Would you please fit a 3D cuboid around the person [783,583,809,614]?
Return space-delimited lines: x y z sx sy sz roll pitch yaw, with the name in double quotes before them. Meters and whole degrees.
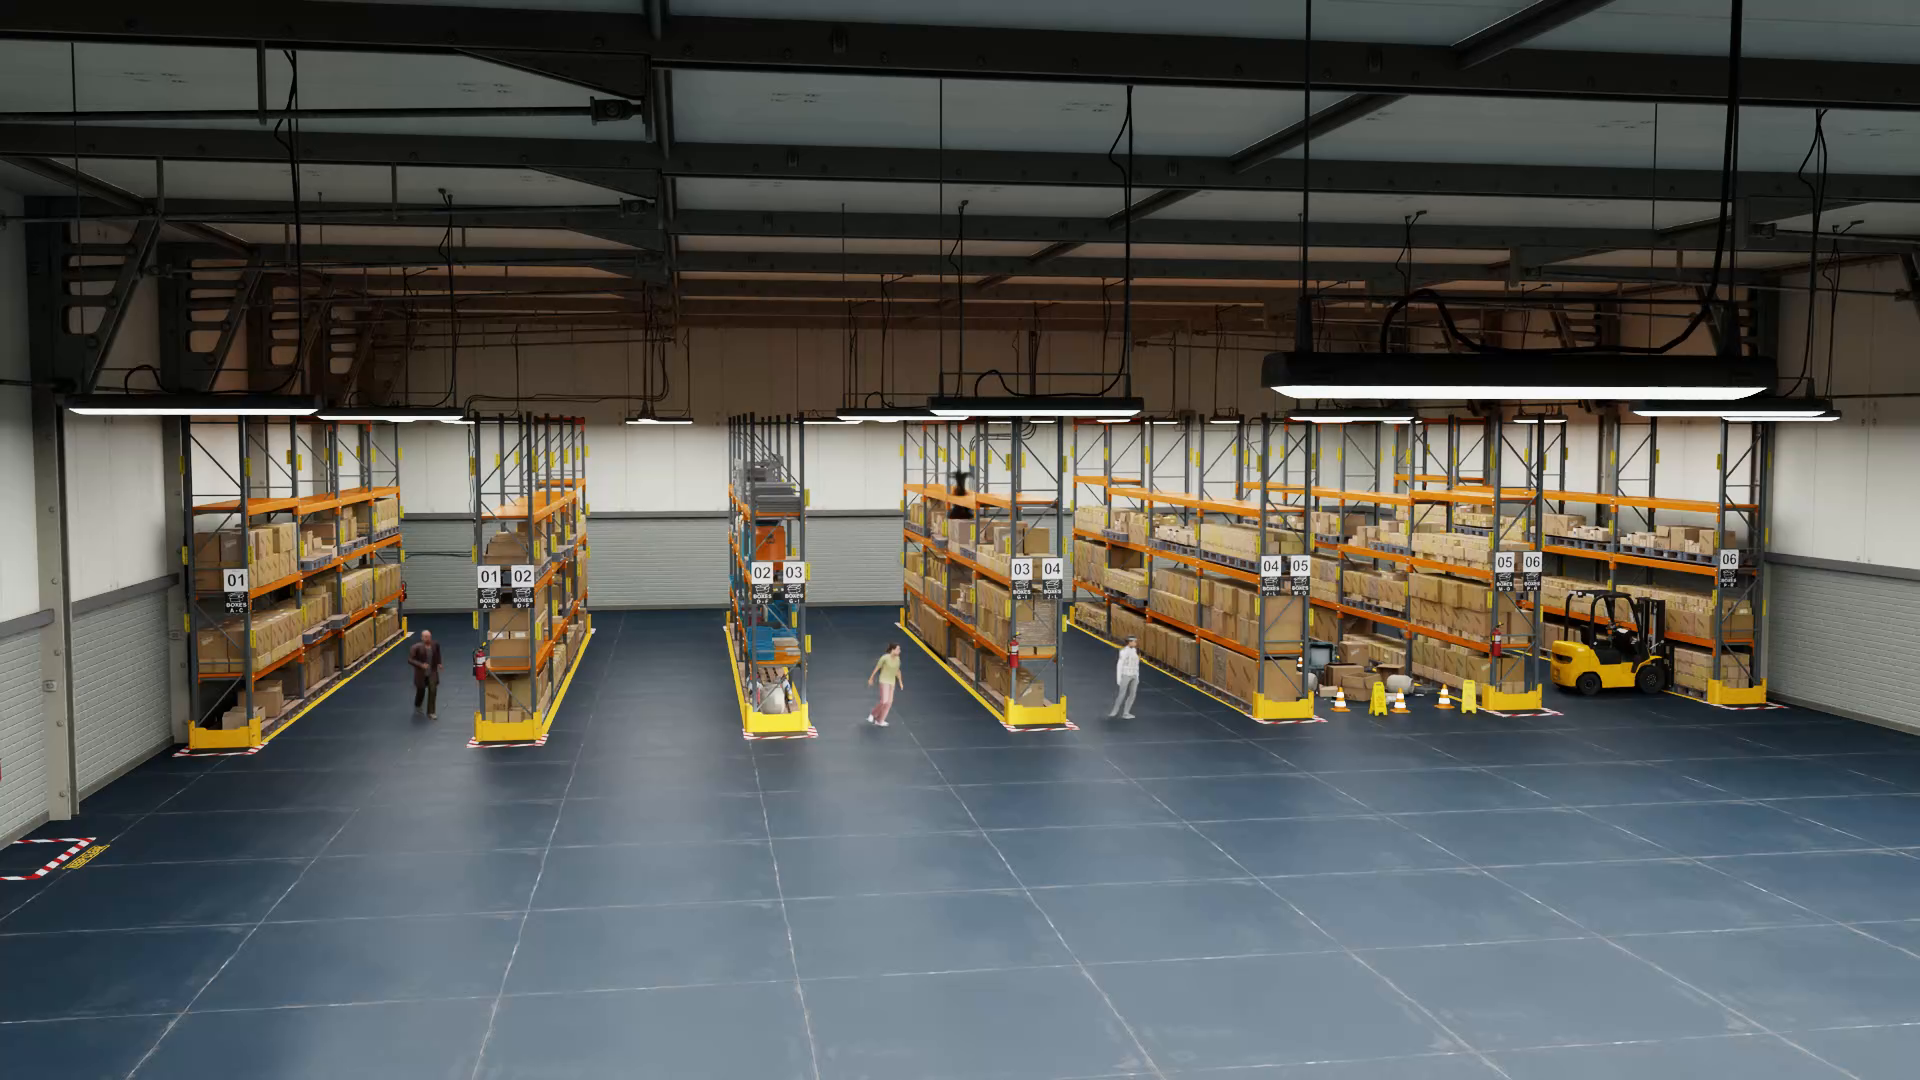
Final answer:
"person" -4.677 1.615 47.545 0.614 1.726 0.960 -3 5 -33

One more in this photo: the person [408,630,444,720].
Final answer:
"person" -10.525 2.627 32.673 0.690 1.749 1.010 -2 5 -31

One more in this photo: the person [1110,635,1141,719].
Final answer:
"person" 3.238 2.675 32.645 0.591 1.641 0.476 -3 5 -41

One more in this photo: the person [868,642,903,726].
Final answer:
"person" -1.433 2.755 31.808 0.626 1.623 0.546 -4 5 -44

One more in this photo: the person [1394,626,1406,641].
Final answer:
"person" 11.718 1.928 44.196 0.594 1.585 0.791 -2 5 -32
